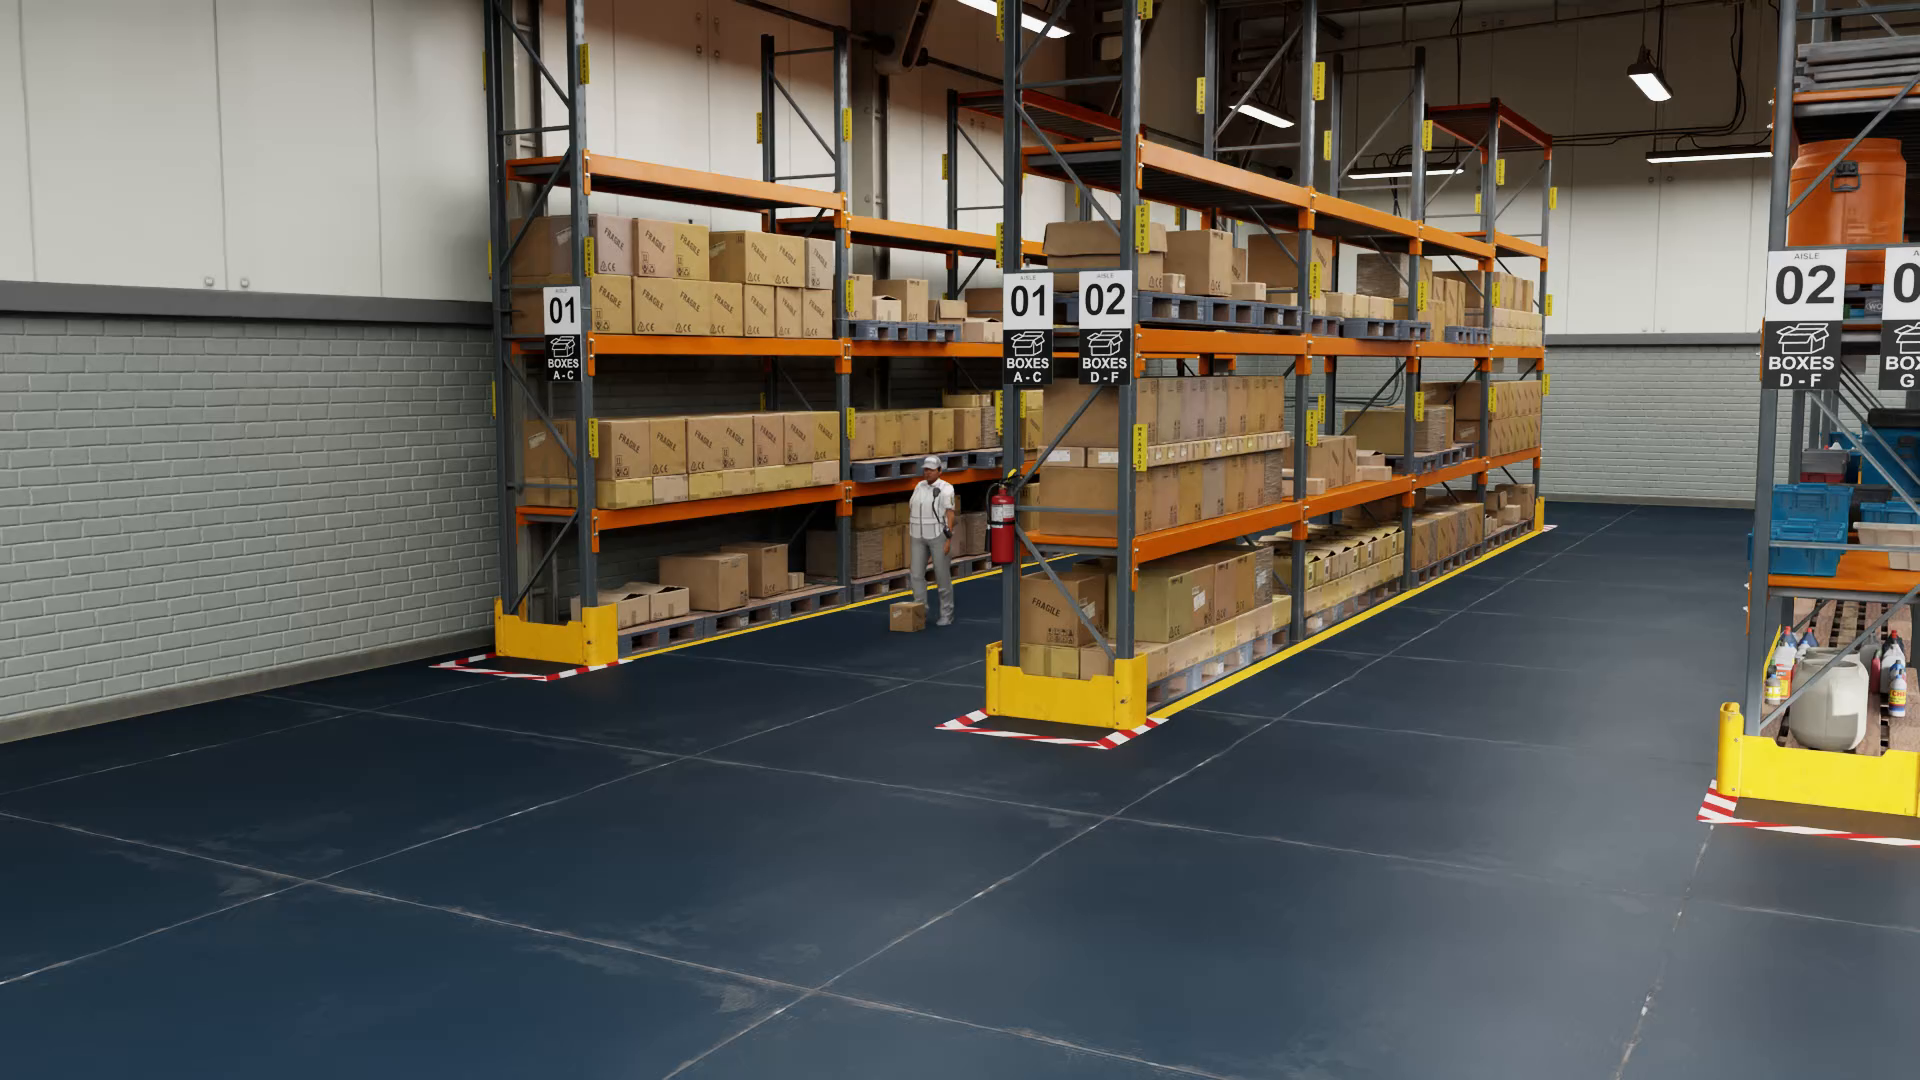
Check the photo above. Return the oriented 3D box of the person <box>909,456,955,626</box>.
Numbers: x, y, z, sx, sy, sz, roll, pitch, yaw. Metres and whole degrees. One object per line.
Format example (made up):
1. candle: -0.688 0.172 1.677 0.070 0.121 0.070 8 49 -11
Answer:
1. person: -0.279 0.010 16.381 0.466 1.679 0.390 3 7 30
